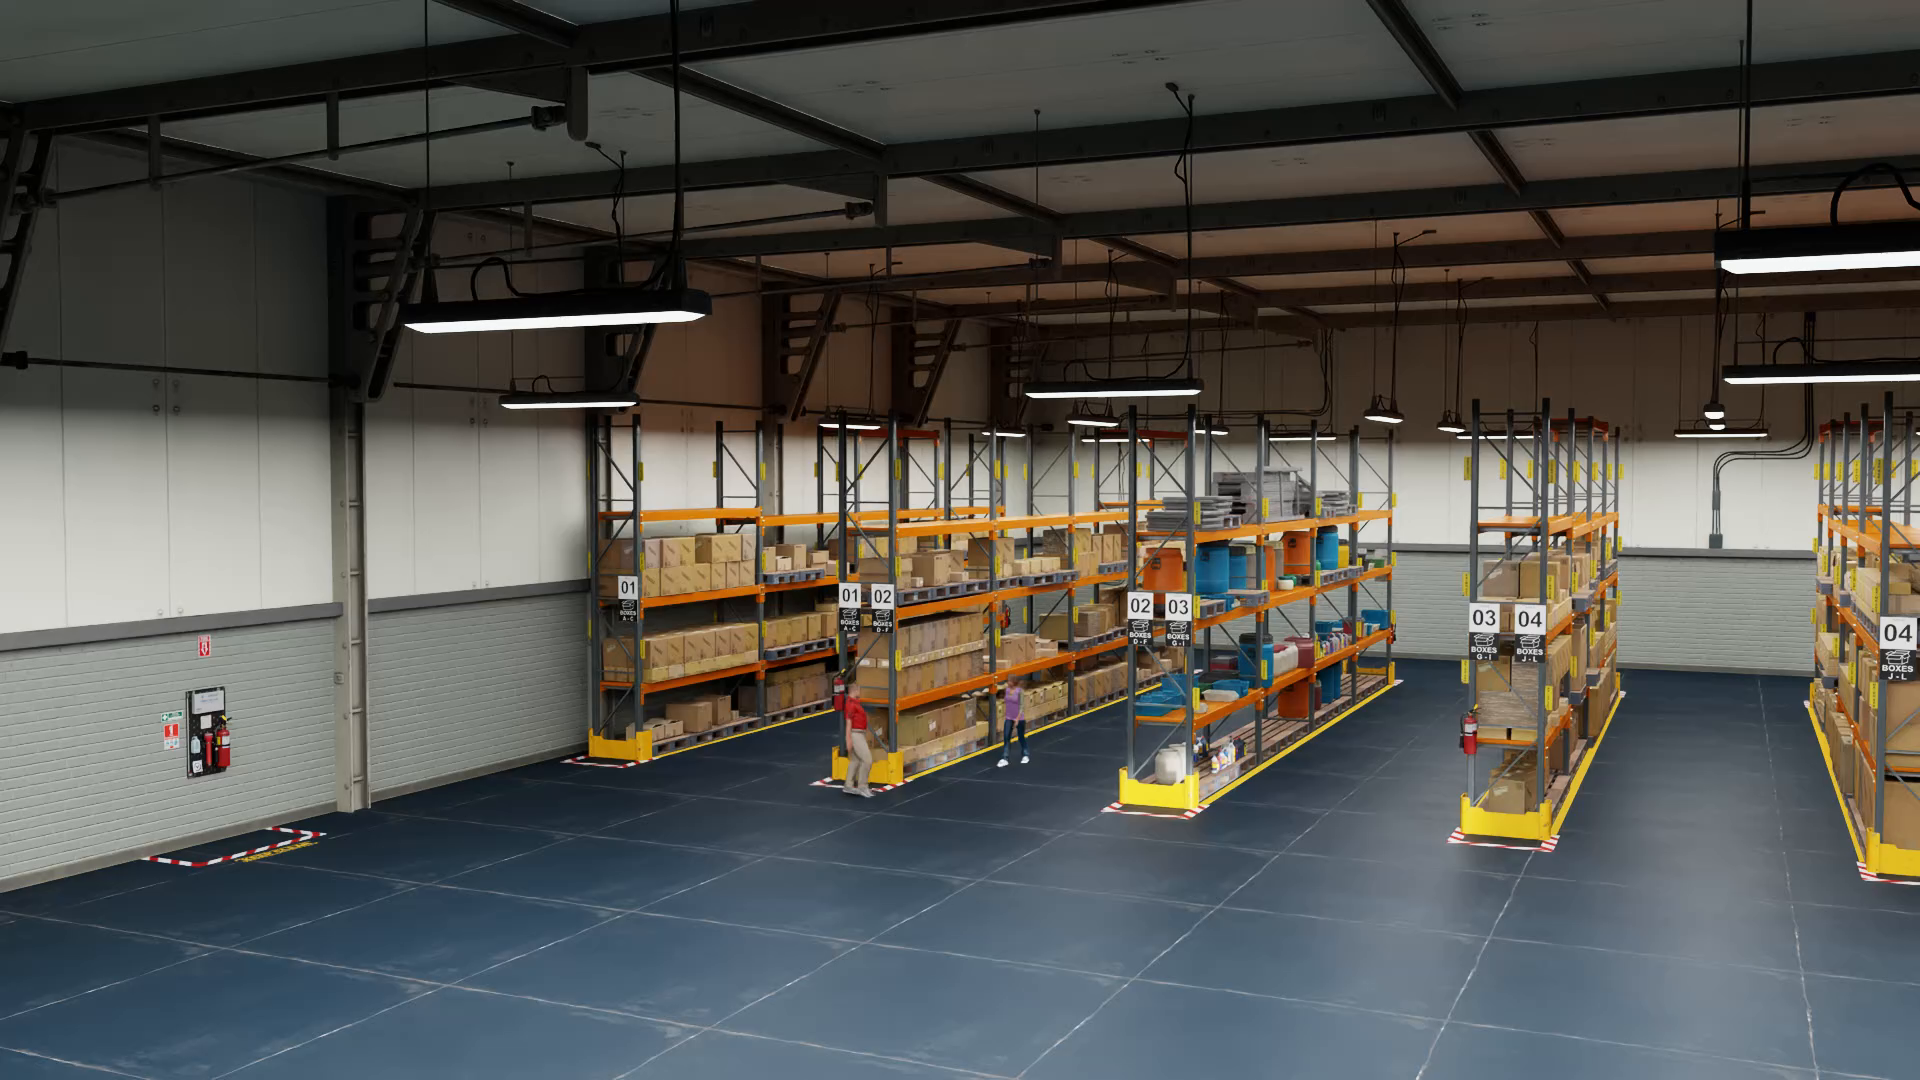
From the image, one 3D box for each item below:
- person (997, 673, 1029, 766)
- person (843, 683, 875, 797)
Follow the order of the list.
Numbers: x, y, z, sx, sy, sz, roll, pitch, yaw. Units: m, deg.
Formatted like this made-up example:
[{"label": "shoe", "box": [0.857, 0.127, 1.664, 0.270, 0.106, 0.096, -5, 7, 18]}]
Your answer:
[{"label": "person", "box": [0.893, 3.043, 28.165, 0.445, 1.558, 0.914, 1, 3, 30]}, {"label": "person", "box": [-1.568, 3.100, 25.745, 0.498, 1.771, 0.561, 0, 2, -4]}]
